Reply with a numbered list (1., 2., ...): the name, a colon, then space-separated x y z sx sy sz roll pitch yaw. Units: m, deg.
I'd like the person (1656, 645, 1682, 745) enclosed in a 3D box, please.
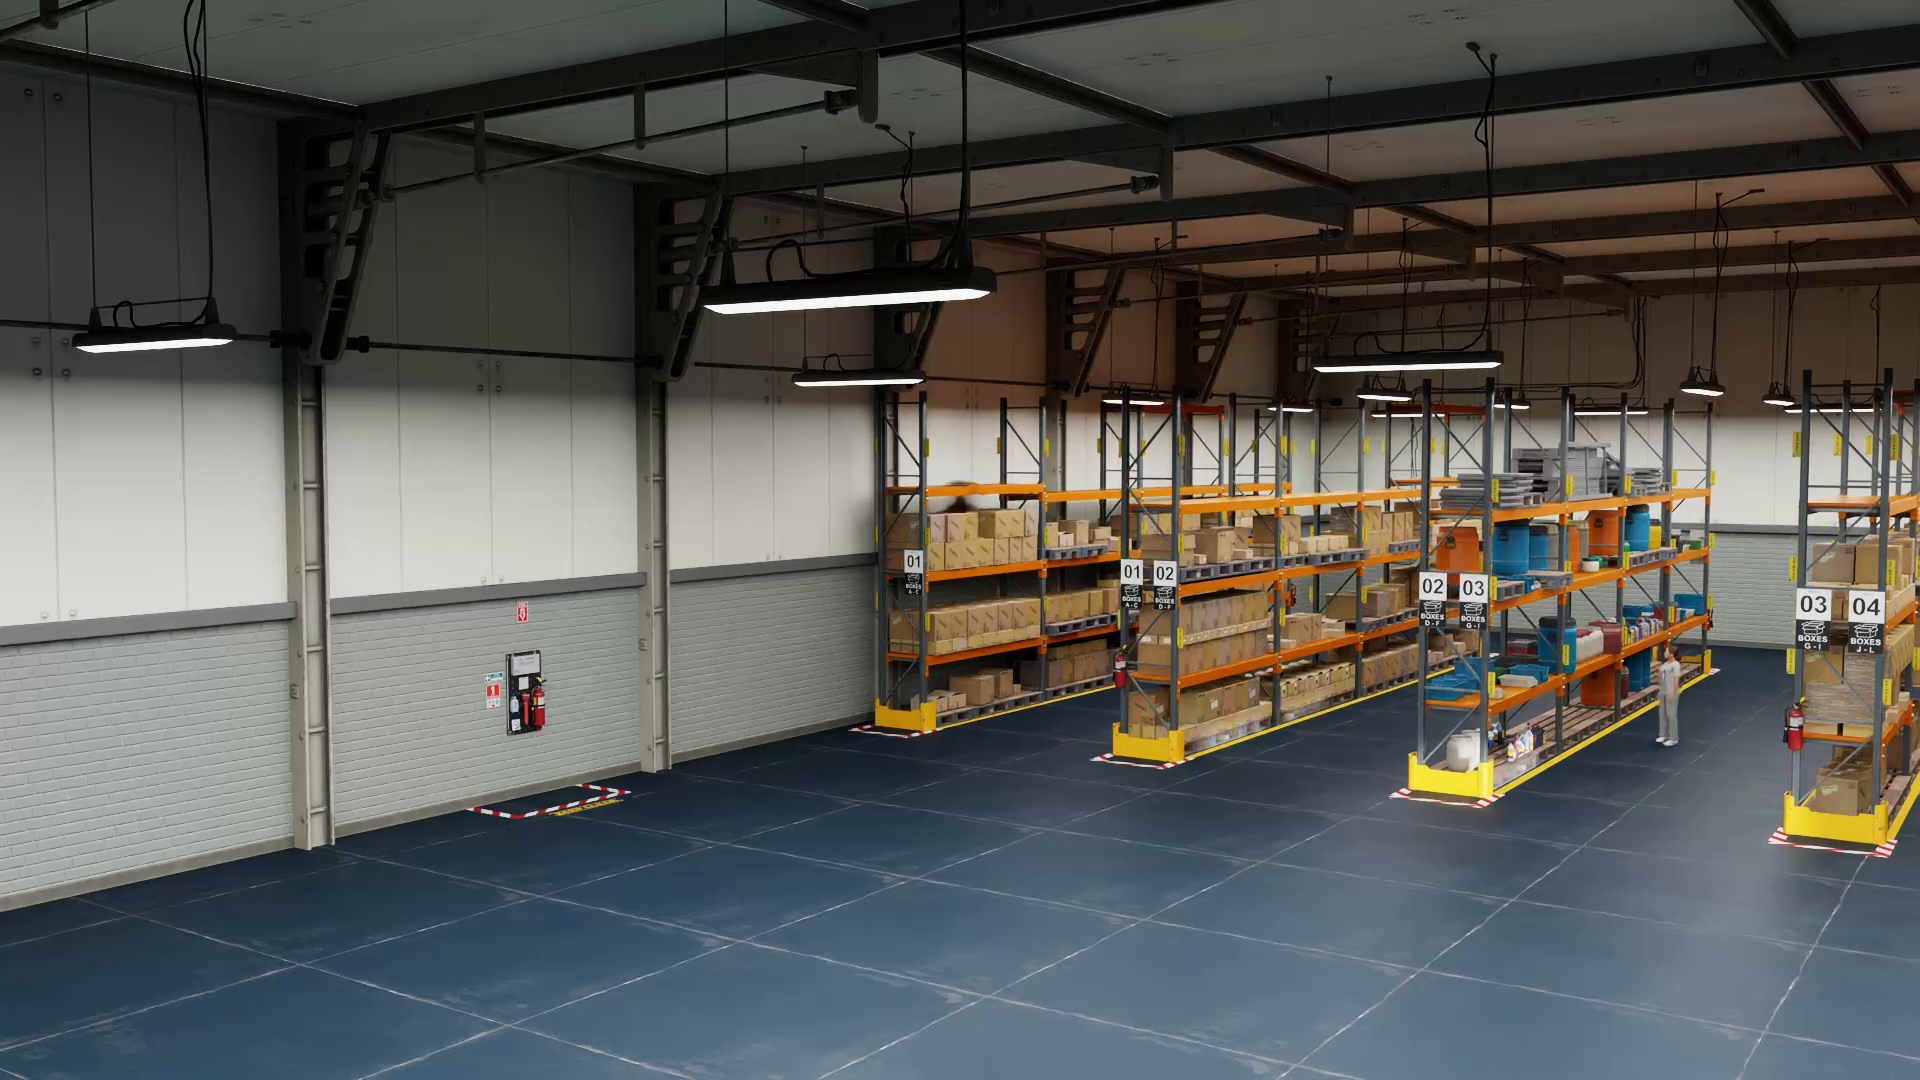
1. person: 11.994 2.620 28.136 0.379 1.689 0.480 -1 3 -17
